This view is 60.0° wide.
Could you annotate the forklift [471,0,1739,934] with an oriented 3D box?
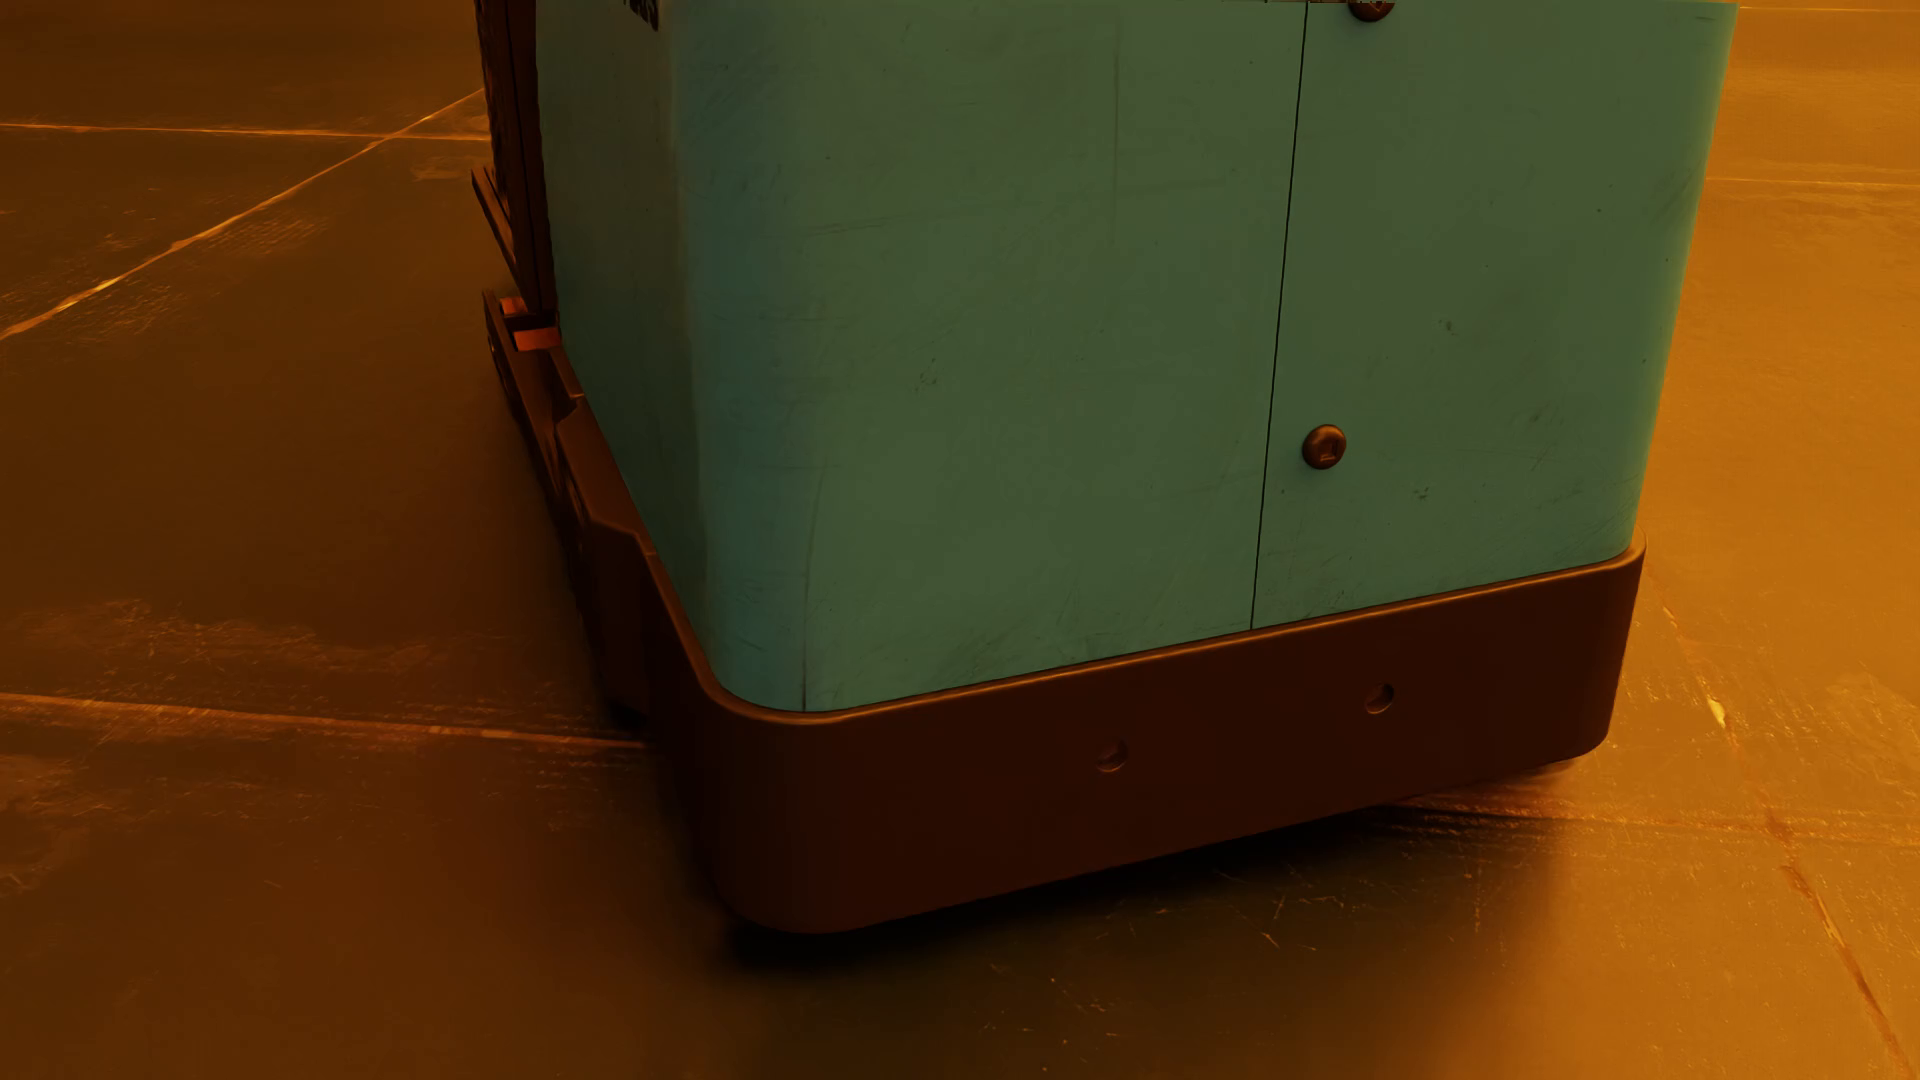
[{"bbox_3d":[-0.238,-1.572,2.369,1.130,2.935,3.031,-9,28,-18],"label":"forklift"}]
